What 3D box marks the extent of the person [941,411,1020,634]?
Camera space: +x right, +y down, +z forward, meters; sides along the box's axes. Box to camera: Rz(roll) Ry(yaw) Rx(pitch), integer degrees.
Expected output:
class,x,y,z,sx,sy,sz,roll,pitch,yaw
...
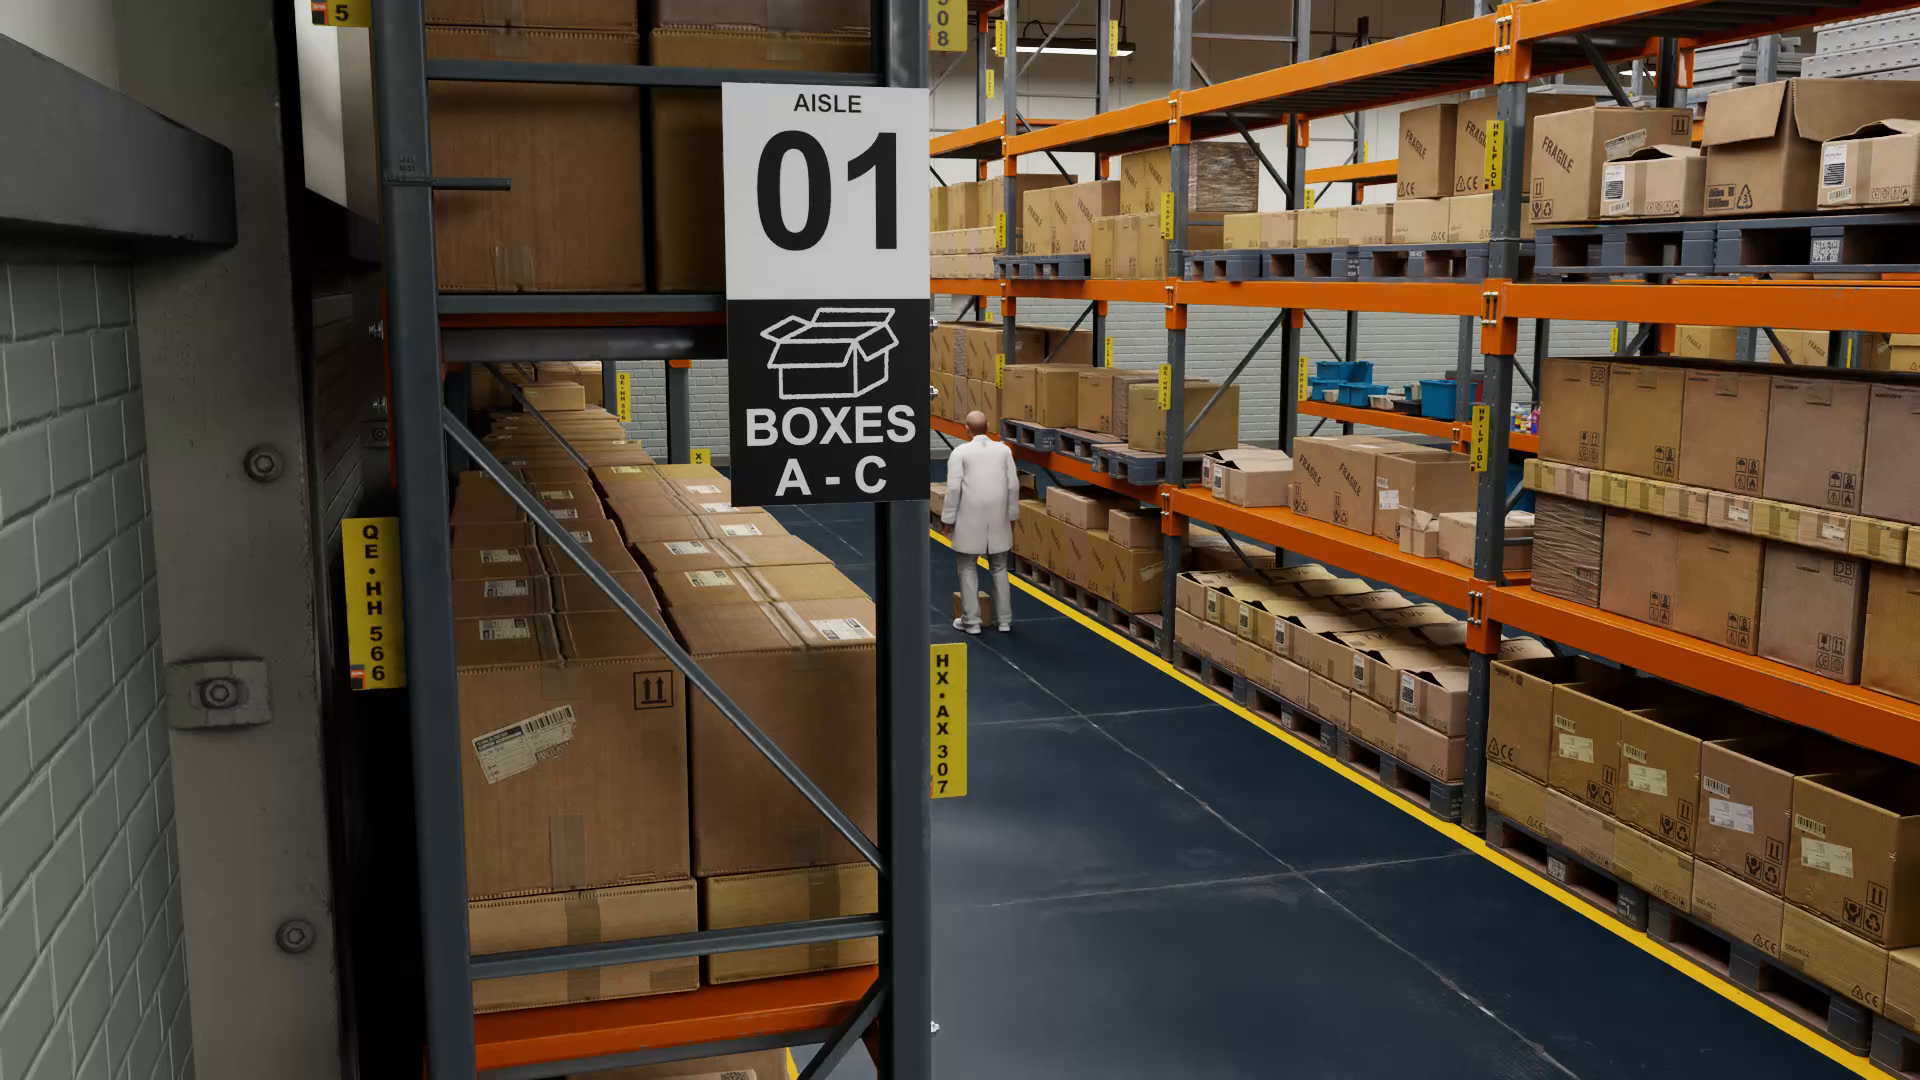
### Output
class,x,y,z,sx,sy,sz,roll,pitch,yaw
person,0.167,-0.146,13.328,0.656,1.774,0.416,-3,10,-18
